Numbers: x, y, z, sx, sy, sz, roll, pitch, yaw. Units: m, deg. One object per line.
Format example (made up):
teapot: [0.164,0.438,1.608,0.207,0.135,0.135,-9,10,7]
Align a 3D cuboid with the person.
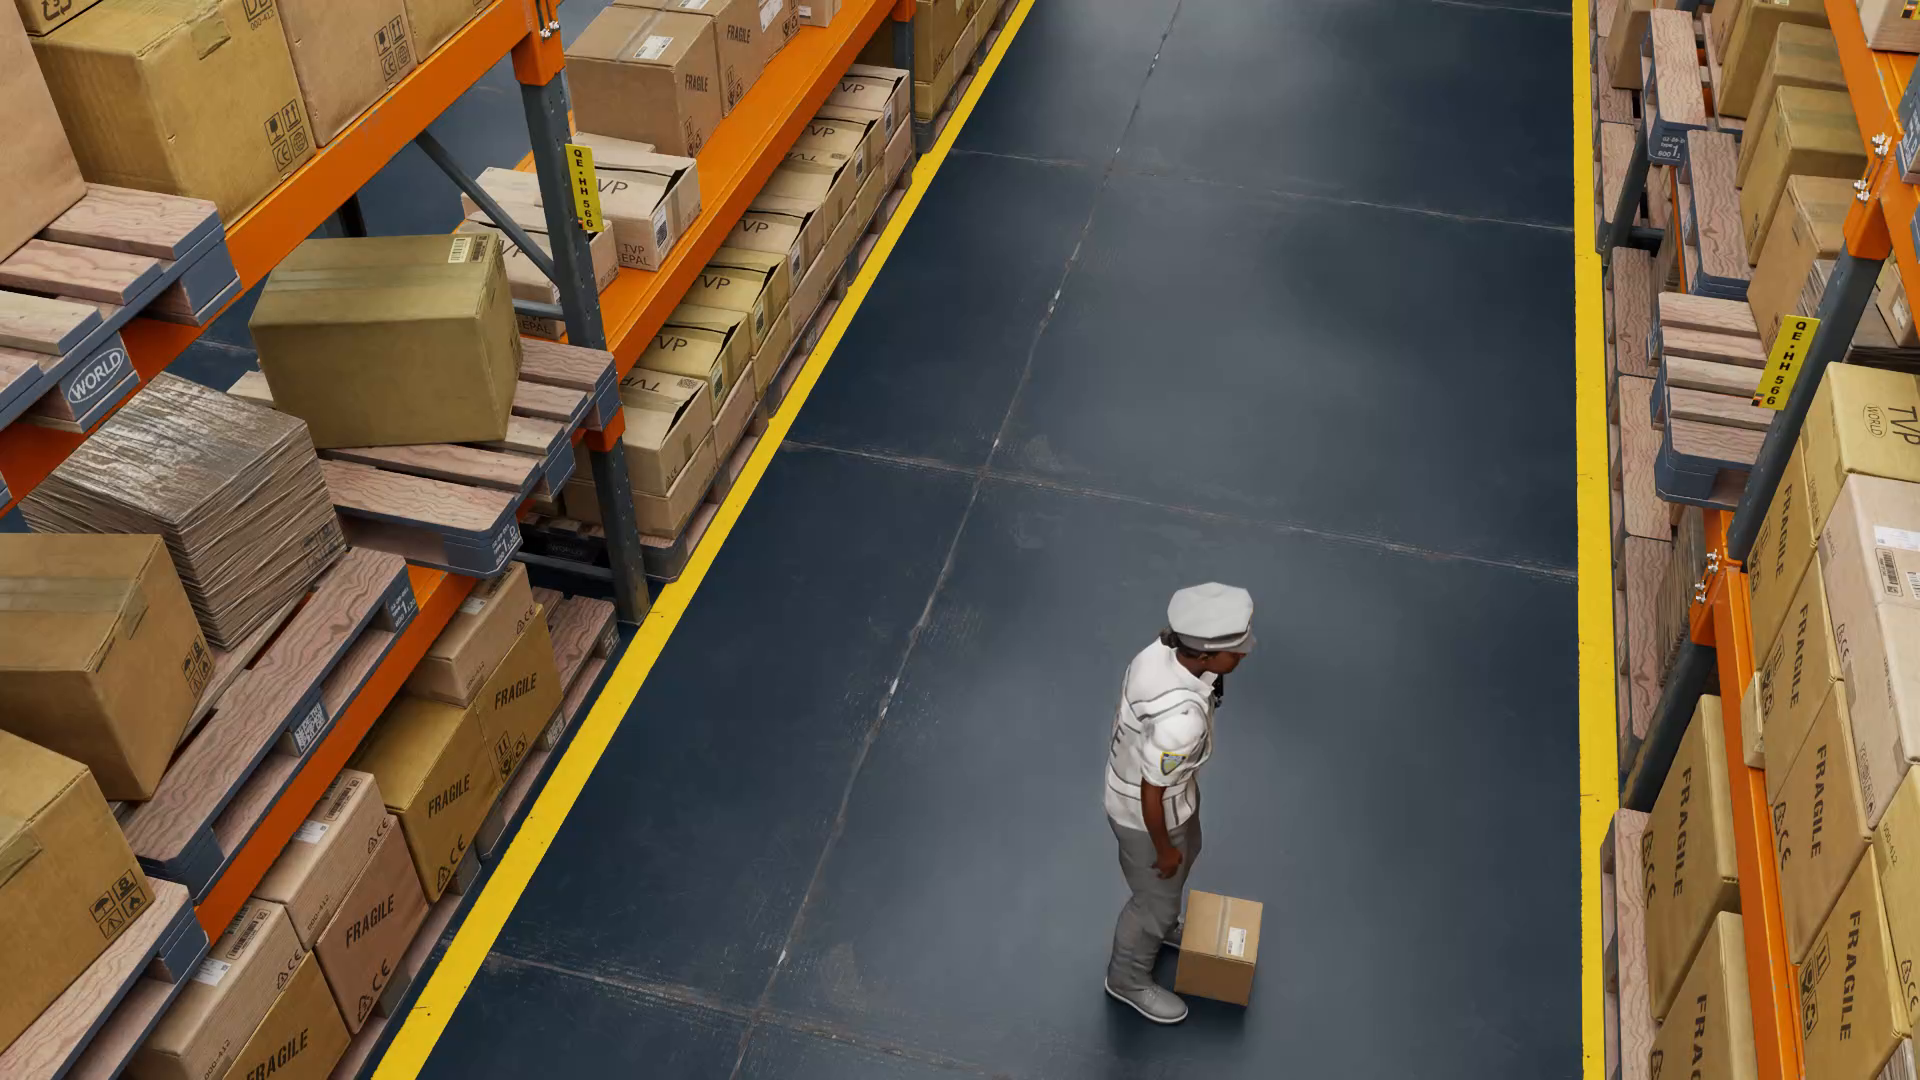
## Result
person: [0.661,0.821,5.224,0.428,1.657,0.530,8,42,9]
